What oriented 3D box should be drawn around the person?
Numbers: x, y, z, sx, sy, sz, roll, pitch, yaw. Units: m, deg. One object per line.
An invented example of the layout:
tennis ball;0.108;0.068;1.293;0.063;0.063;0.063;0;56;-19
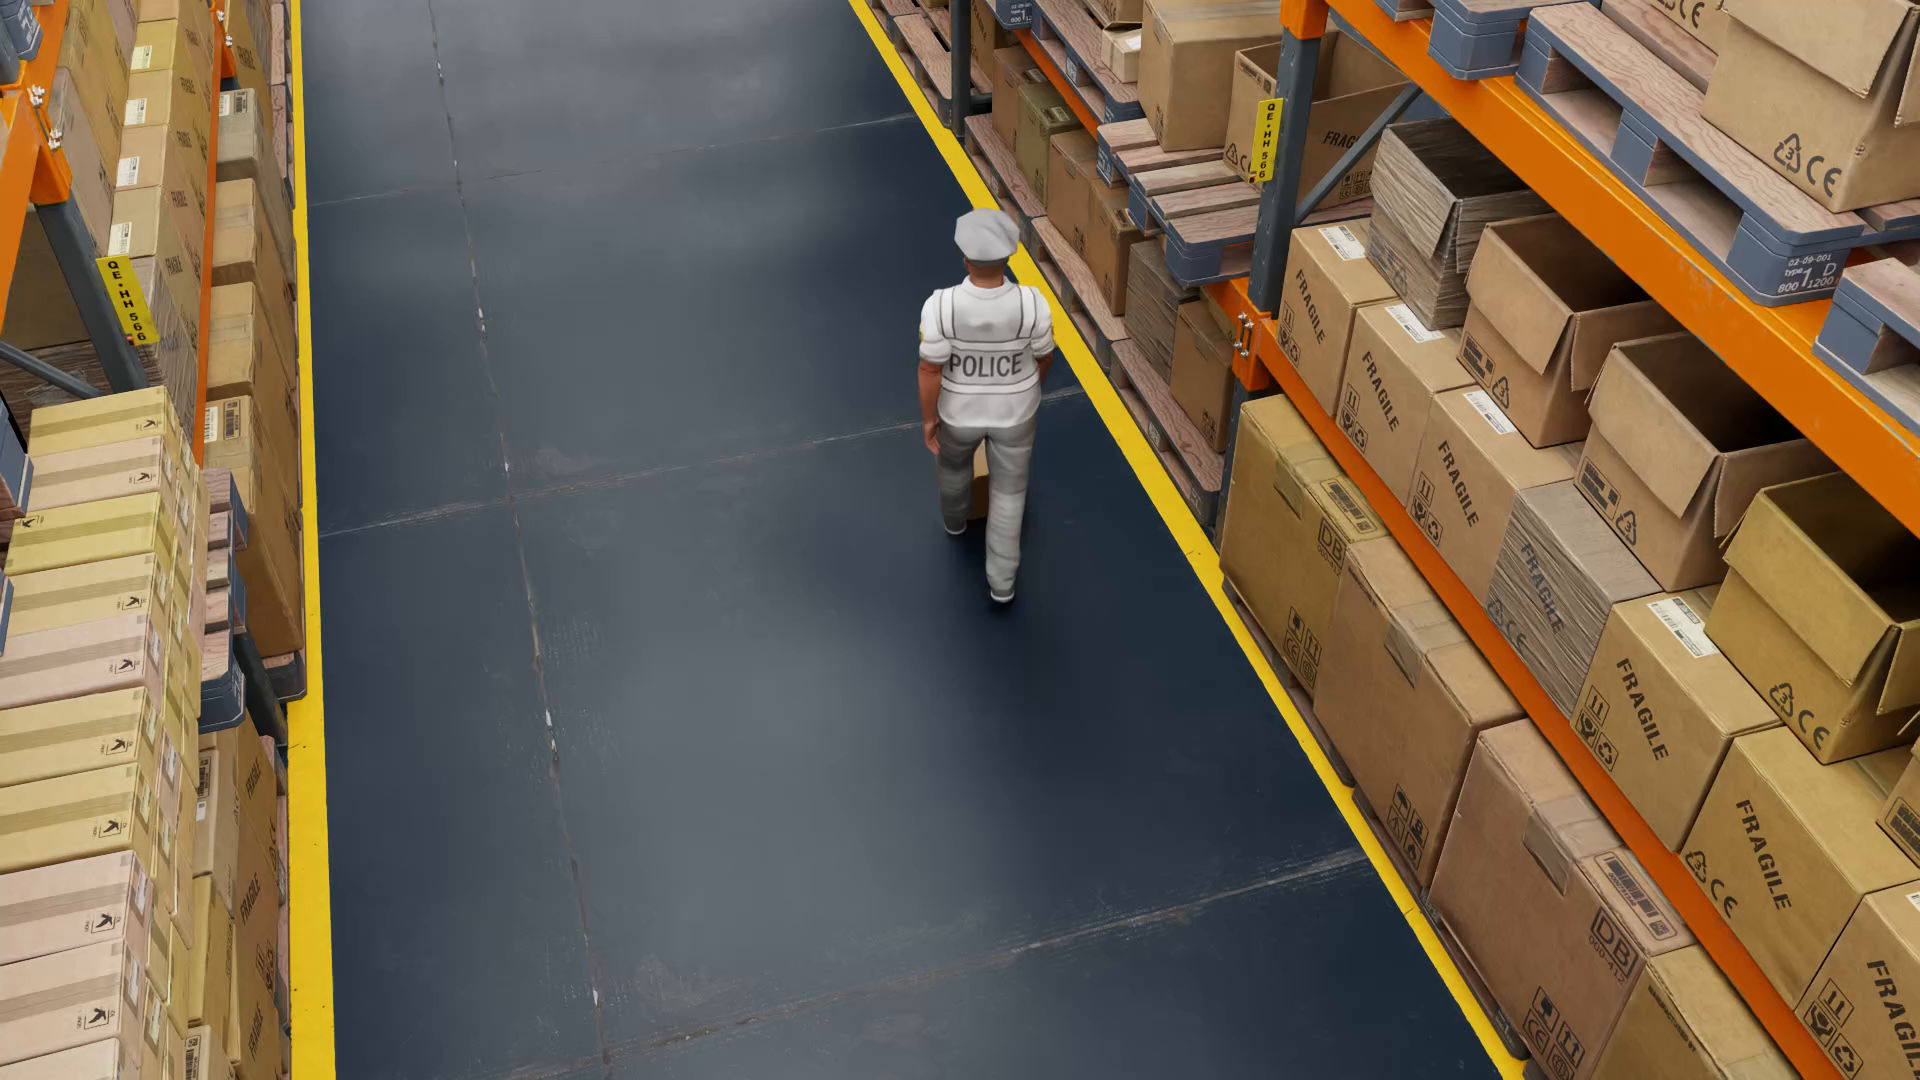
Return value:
person;0.109;-0.615;6.834;0.537;1.754;0.776;2;42;2
